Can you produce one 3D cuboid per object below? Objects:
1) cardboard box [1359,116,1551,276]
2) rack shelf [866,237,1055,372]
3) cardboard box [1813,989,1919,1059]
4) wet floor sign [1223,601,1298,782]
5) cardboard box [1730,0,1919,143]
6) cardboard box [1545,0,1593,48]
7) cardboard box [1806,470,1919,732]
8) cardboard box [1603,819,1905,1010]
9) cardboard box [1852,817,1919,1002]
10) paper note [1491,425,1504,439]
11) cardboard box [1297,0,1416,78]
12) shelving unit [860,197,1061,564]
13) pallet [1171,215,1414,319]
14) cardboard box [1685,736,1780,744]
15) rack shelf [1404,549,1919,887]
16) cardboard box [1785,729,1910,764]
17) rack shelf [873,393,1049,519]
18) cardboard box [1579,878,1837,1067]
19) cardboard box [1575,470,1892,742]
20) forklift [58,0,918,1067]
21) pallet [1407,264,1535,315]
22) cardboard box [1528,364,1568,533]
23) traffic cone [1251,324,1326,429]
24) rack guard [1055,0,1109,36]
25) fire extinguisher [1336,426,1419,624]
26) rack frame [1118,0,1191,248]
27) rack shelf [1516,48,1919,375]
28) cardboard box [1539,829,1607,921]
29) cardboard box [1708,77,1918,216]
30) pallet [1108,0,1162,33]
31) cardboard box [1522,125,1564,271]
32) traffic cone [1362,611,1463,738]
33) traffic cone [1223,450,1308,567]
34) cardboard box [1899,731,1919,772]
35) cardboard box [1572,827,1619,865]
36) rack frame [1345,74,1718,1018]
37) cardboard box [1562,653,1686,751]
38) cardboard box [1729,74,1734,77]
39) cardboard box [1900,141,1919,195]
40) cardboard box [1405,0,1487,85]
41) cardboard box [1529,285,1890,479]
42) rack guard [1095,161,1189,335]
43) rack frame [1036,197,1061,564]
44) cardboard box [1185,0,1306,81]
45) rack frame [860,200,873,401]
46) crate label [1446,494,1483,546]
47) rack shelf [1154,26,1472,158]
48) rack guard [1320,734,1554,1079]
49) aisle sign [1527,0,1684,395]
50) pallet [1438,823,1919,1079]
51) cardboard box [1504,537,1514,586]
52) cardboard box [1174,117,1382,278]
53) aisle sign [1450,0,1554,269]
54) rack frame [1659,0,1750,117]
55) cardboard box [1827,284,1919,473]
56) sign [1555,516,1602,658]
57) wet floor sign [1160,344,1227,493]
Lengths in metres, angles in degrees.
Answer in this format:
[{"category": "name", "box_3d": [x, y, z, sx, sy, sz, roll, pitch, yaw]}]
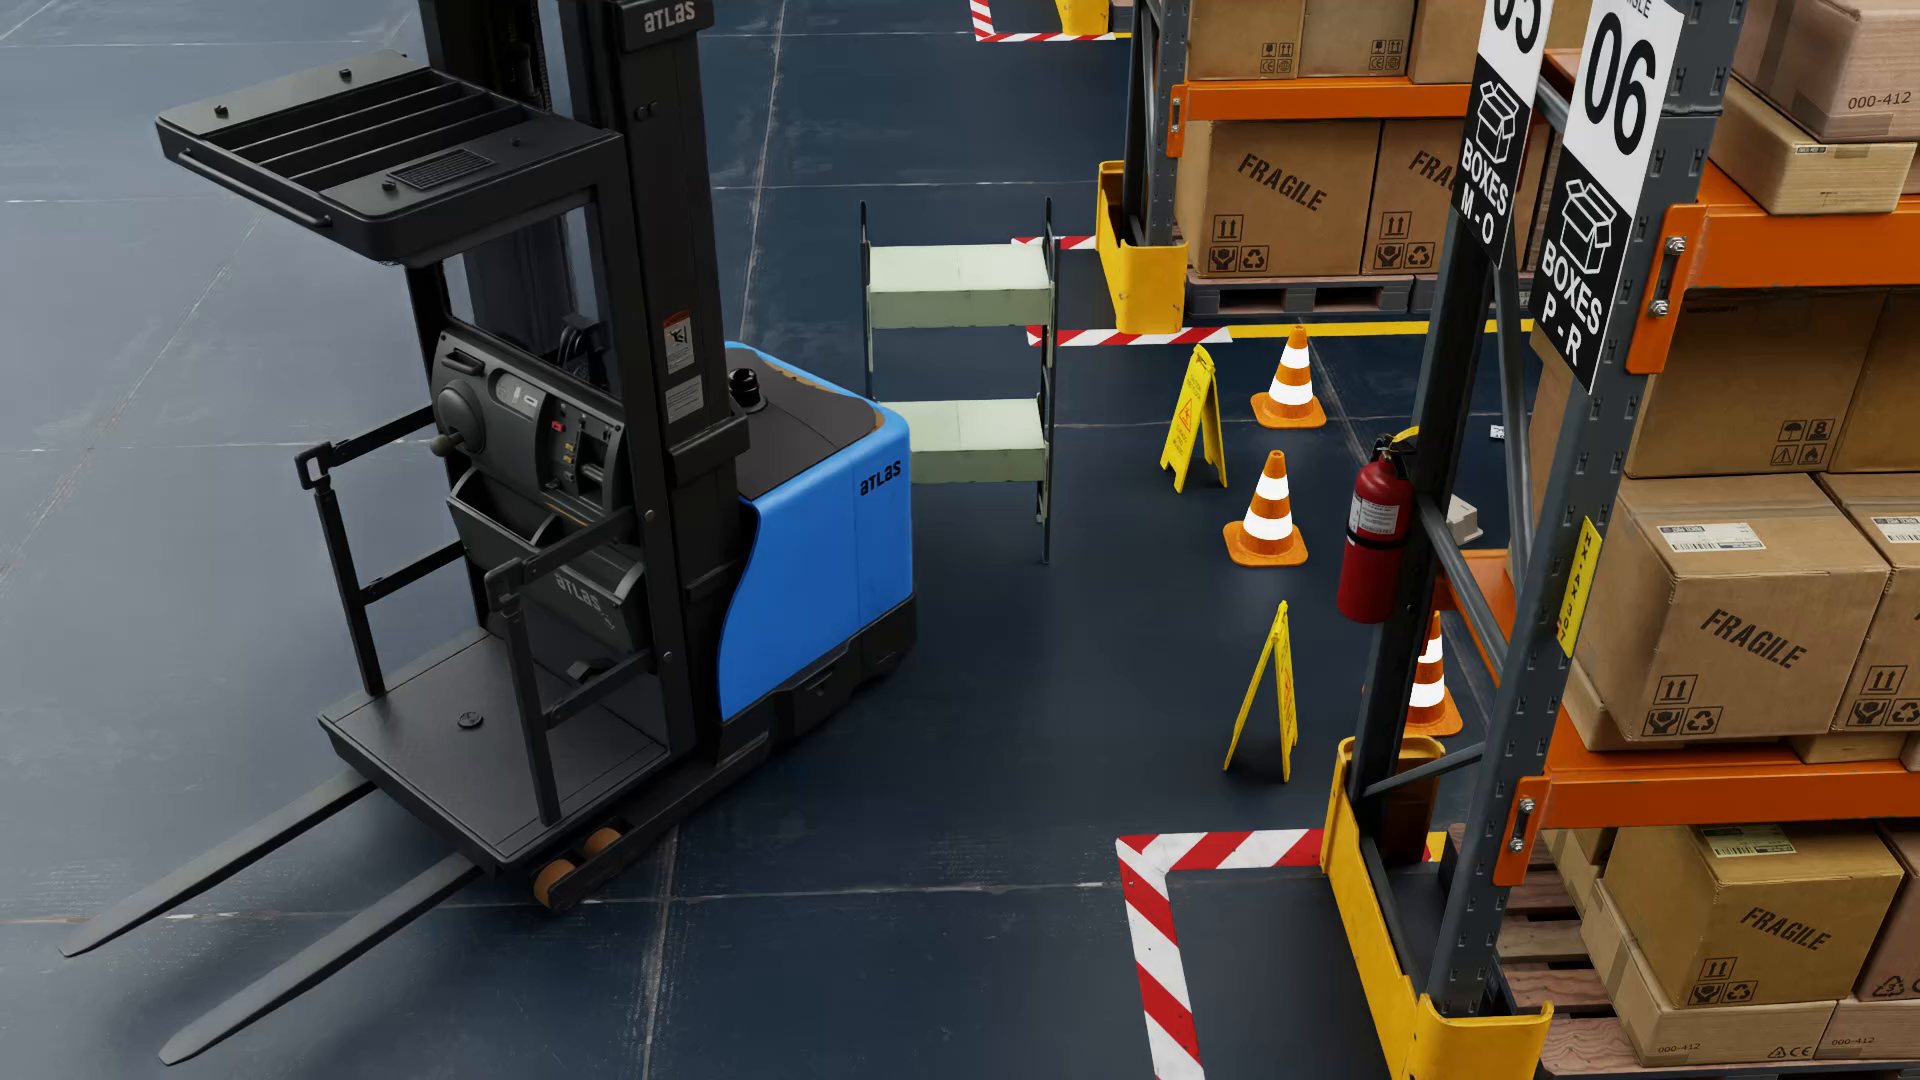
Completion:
[{"category": "cardboard box", "box_3d": [2.565, -2.038, 9.056, 0.875, 0.875, 0.875, -2, 35, -3]}, {"category": "rack shelf", "box_3d": [-0.007, -0.937, 6.601, 0.720, 0.370, 0.431, -2, 35, -2]}, {"category": "cardboard box", "box_3d": [2.677, 1.237, 4.874, 0.500, 0.250, 0.500, 0, 35, -1]}, {"category": "wet floor sign", "box_3d": [1.107, 0.518, 5.934, 0.232, 0.644, 0.267, 10, 36, 14]}, {"category": "cardboard box", "box_3d": [1.862, -1.003, 3.298, 0.500, 0.250, 0.500, -2, 35, -3]}, {"category": "cardboard box", "box_3d": [3.022, -2.764, 8.476, 0.500, 0.550, 0.875, -2, 35, -2]}, {"category": "cardboard box", "box_3d": [2.351, 0.119, 4.093, 0.500, 0.500, 0.500, -1, 35, -1]}, {"category": "cardboard box", "box_3d": [2.190, 0.937, 4.648, 0.500, 0.500, 0.500, -3, 35, -4]}, {"category": "cardboard box", "box_3d": [2.712, 0.921, 4.672, 0.500, 0.500, 0.500, -3, 35, -4]}, {"category": "paper note", "box_3d": [2.617, -0.512, 7.965, 0.142, 0.017, 0.144, 10, 36, 14]}, {"category": "cardboard box", "box_3d": [1.929, -2.782, 8.503, 0.550, 0.550, 0.875, -2, 35, -2]}, {"category": "shelving unit", "box_3d": [-0.007, -0.617, 6.823, 0.755, 1.500, 0.431, -2, 35, -2]}, {"category": "pallet", "box_3d": [1.807, -1.577, 9.344, 1.213, 0.211, 1.003, -2, 35, -2]}, {"category": "cardboard box", "box_3d": [1.948, 0.350, 4.329, 0.250, 0.149, 0.380, -1, 35, -2]}, {"category": "rack shelf", "box_3d": [3.345, 0.395, 4.675, 4.000, 0.370, 1.077, -2, 35, -2]}, {"category": "cardboard box", "box_3d": [2.217, 0.389, 4.273, 0.250, 0.149, 0.380, -3, 35, -4]}, {"category": "rack shelf", "box_3d": [-0.007, -0.348, 7.008, 0.720, 0.370, 0.431, -2, 35, -2]}, {"category": "cardboard box", "box_3d": [2.166, 1.247, 4.860, 0.500, 0.250, 0.500, -2, 35, -3]}, {"category": "cardboard box", "box_3d": [1.834, 0.135, 4.070, 0.500, 0.500, 0.500, -2, 35, -3]}, {"category": "forklift", "box_3d": [-1.509, -0.309, 5.121, 1.130, 2.935, 3.031, 26, 42, 32]}, {"category": "pallet", "box_3d": [3.023, -1.608, 9.389, 1.213, 0.211, 1.003, -2, 35, -2]}, {"category": "cardboard box", "box_3d": [1.877, -0.181, 4.527, 0.500, 0.500, 0.500, -2, 35, -3]}, {"category": "traffic cone", "box_3d": [1.610, -0.822, 8.031, 0.334, 0.463, 0.336, -2, 35, -2]}, {"category": "rack guard", "box_3d": [0.954, -4.454, 13.247, 0.348, 0.500, 1.175, -2, 35, -2]}, {"category": "fire extinguisher", "box_3d": [1.211, -0.074, 4.789, 0.183, 0.674, 0.296, -2, 35, -2]}, {"category": "rack frame", "box_3d": [1.012, -2.658, 8.455, 0.127, 3.000, 1.000, -2, 35, -2]}, {"category": "rack shelf", "box_3d": [3.345, -0.838, 3.822, 4.000, 0.370, 1.077, -2, 35, -2]}, {"category": "cardboard box", "box_3d": [2.166, 0.936, 5.309, 0.500, 0.250, 0.500, -2, 35, -2]}, {"category": "cardboard box", "box_3d": [1.694, -0.801, 3.357, 0.250, 0.149, 0.380, -2, 35, -2]}, {"category": "pallet", "box_3d": [1.768, -4.337, 13.332, 1.213, 0.211, 1.003, -2, 35, -2]}, {"category": "cardboard box", "box_3d": [3.476, -2.061, 9.090, 0.875, 0.875, 0.875, -1, 35, -2]}, {"category": "traffic cone", "box_3d": [1.716, 0.452, 6.191, 0.334, 0.463, 0.336, -2, 35, -2]}, {"category": "traffic cone", "box_3d": [1.324, -0.170, 7.089, 0.334, 0.463, 0.336, -2, 35, -2]}, {"category": "cardboard box", "box_3d": [2.473, 0.408, 4.245, 0.250, 0.149, 0.380, -1, 35, -1]}, {"category": "cardboard box", "box_3d": [2.136, 0.633, 5.088, 0.500, 0.500, 0.500, -1, 35, -2]}, {"category": "rack frame", "box_3d": [1.348, 0.153, 4.393, 0.127, 3.000, 1.000, -2, 35, -2]}, {"category": "cardboard box", "box_3d": [1.697, 0.365, 4.307, 0.250, 0.149, 0.380, -1, 35, -2]}, {"category": "cardboard box", "box_3d": [1.691, -1.145, 3.854, 0.250, 0.149, 0.380, -1, 35, -2]}, {"category": "cardboard box", "box_3d": [1.952, -0.859, 3.441, 0.250, 0.149, 0.380, -3, 35, -4]}, {"category": "cardboard box", "box_3d": [2.494, -2.726, 8.422, 0.550, 0.550, 0.875, -2, 35, -2]}, {"category": "cardboard box", "box_3d": [1.848, -0.559, 4.194, 0.500, 0.500, 0.700, -2, 35, -3]}, {"category": "rack guard", "box_3d": [0.988, -1.629, 9.165, 0.348, 0.500, 1.175, -2, 35, -2]}, {"category": "rack frame", "box_3d": [0.359, -0.626, 6.837, 0.023, 1.500, 0.400, -2, 35, -2]}, {"category": "cardboard box", "box_3d": [1.381, -2.755, 8.464, 0.550, 0.550, 0.875, -2, 35, -2]}, {"category": "rack frame", "box_3d": [-0.372, -0.607, 6.809, 0.023, 1.500, 0.400, -2, 35, -2]}, {"category": "crate label", "box_3d": [2.106, -0.093, 7.264, 0.298, 0.136, 0.250, -20, 39, -26]}, {"category": "rack shelf", "box_3d": [3.010, -2.416, 8.737, 4.000, 0.370, 1.077, -2, 35, -2]}, {"category": "rack guard", "box_3d": [1.423, 1.179, 5.107, 0.348, 0.500, 1.175, -2, 35, -2]}, {"category": "aisle sign", "box_3d": [1.300, -0.738, 3.396, 0.004, 0.787, 0.394, -2, 35, -2]}, {"category": "pallet", "box_3d": [2.237, 1.296, 5.192, 1.213, 0.211, 1.003, -2, 35, -2]}, {"category": "cardboard box", "box_3d": [1.711, 0.125, 4.654, 0.250, 0.149, 0.380, 0, 35, -1]}, {"category": "cardboard box", "box_3d": [1.687, -2.013, 9.020, 0.875, 0.875, 0.875, -1, 35, -2]}, {"category": "aisle sign", "box_3d": [1.272, -1.079, 3.889, 0.004, 0.787, 0.394, -2, 35, -2]}, {"category": "rack frame", "box_3d": [1.348, -2.314, 2.686, 0.127, 3.000, 1.000, -2, 35, -2]}, {"category": "cardboard box", "box_3d": [2.353, -0.569, 4.208, 0.500, 0.500, 0.700, -1, 35, -2]}, {"category": "sign", "box_3d": [1.373, 0.106, 3.701, 0.005, 0.325, 0.100, -2, 35, -2]}, {"category": "wet floor sign", "box_3d": [1.077, -0.563, 7.497, 0.232, 0.644, 0.267, -7, 35, -10]}]
